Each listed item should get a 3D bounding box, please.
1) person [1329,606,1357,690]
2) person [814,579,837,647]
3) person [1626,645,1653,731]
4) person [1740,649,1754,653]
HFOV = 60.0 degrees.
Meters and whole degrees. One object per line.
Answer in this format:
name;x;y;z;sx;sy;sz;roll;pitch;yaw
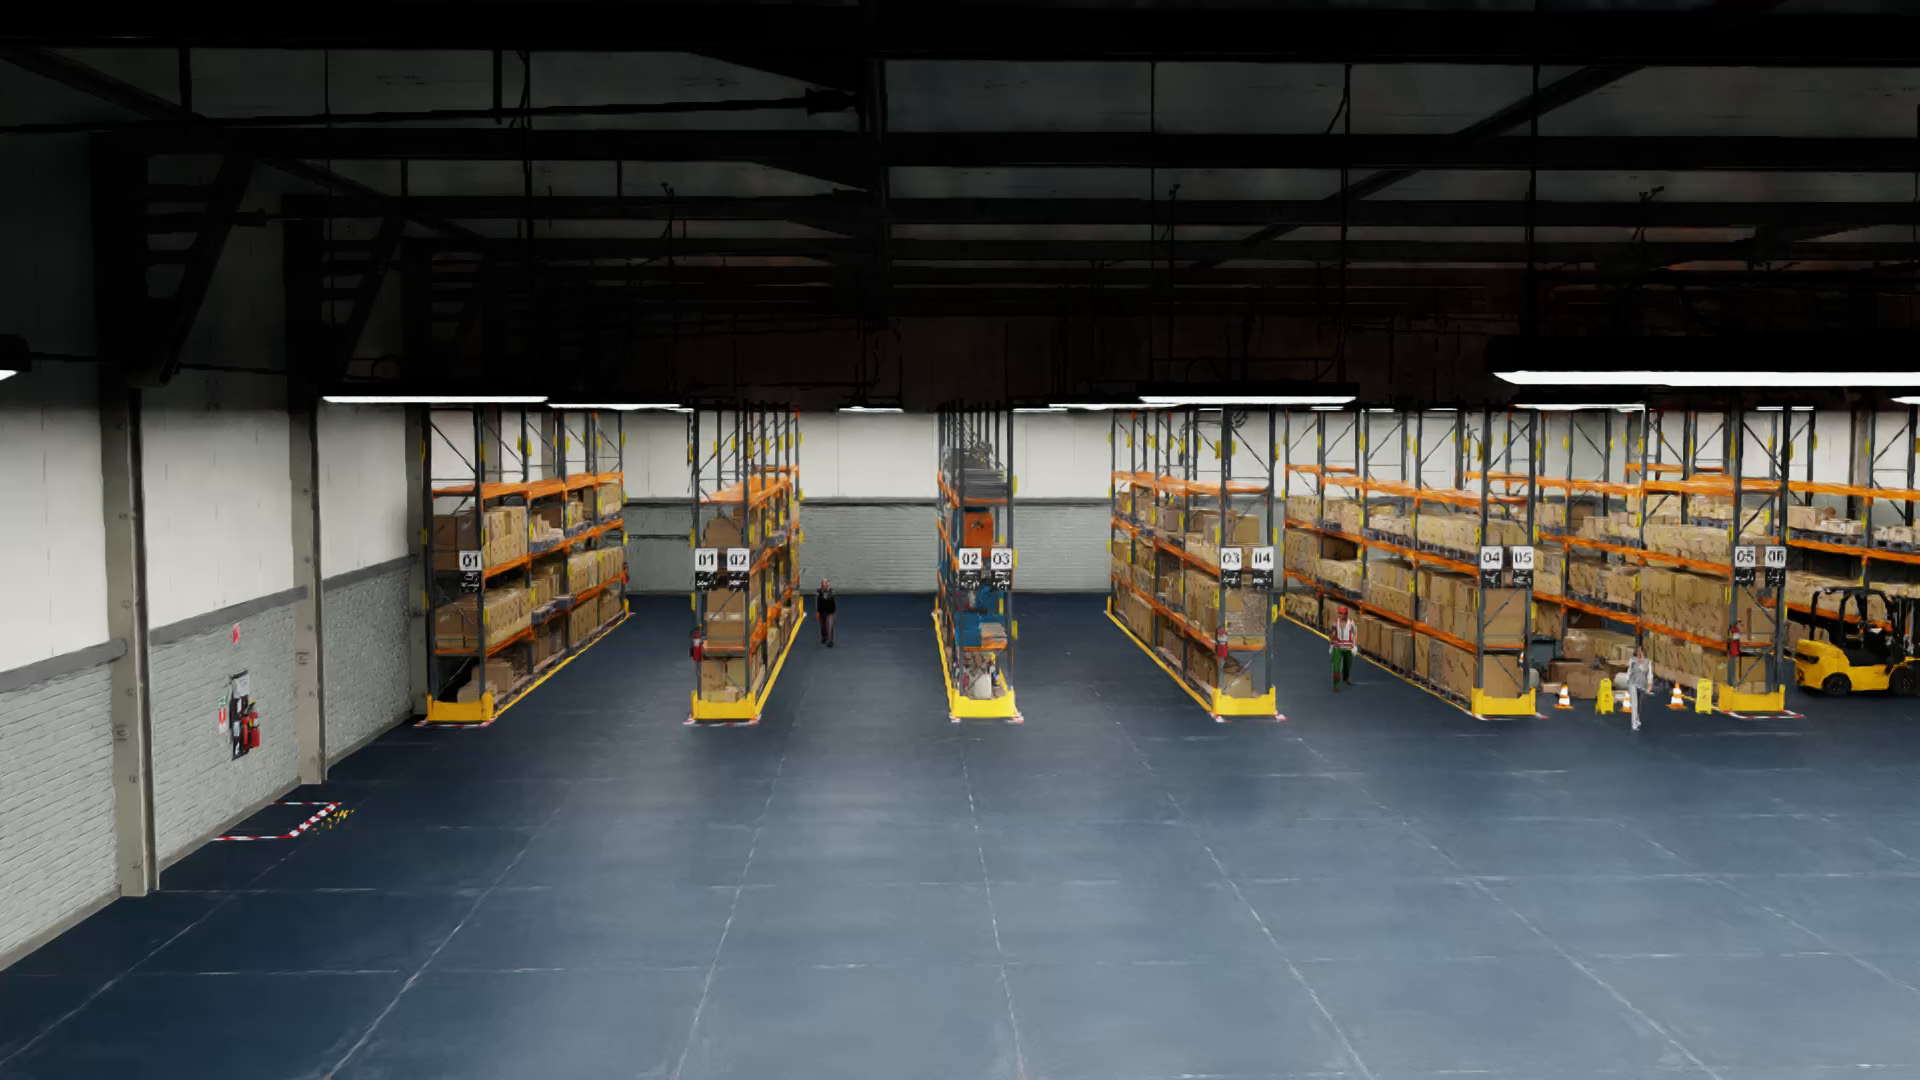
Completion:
person;7.964;2.230;34.554;0.570;1.750;0.954;1;4;13
person;-3.325;1.774;41.042;0.543;1.648;1.115;0;4;0
person;12.309;2.654;30.136;0.408;1.533;0.962;1;4;8
person;16.777;2.113;35.523;0.442;1.787;0.600;-3;5;-34
